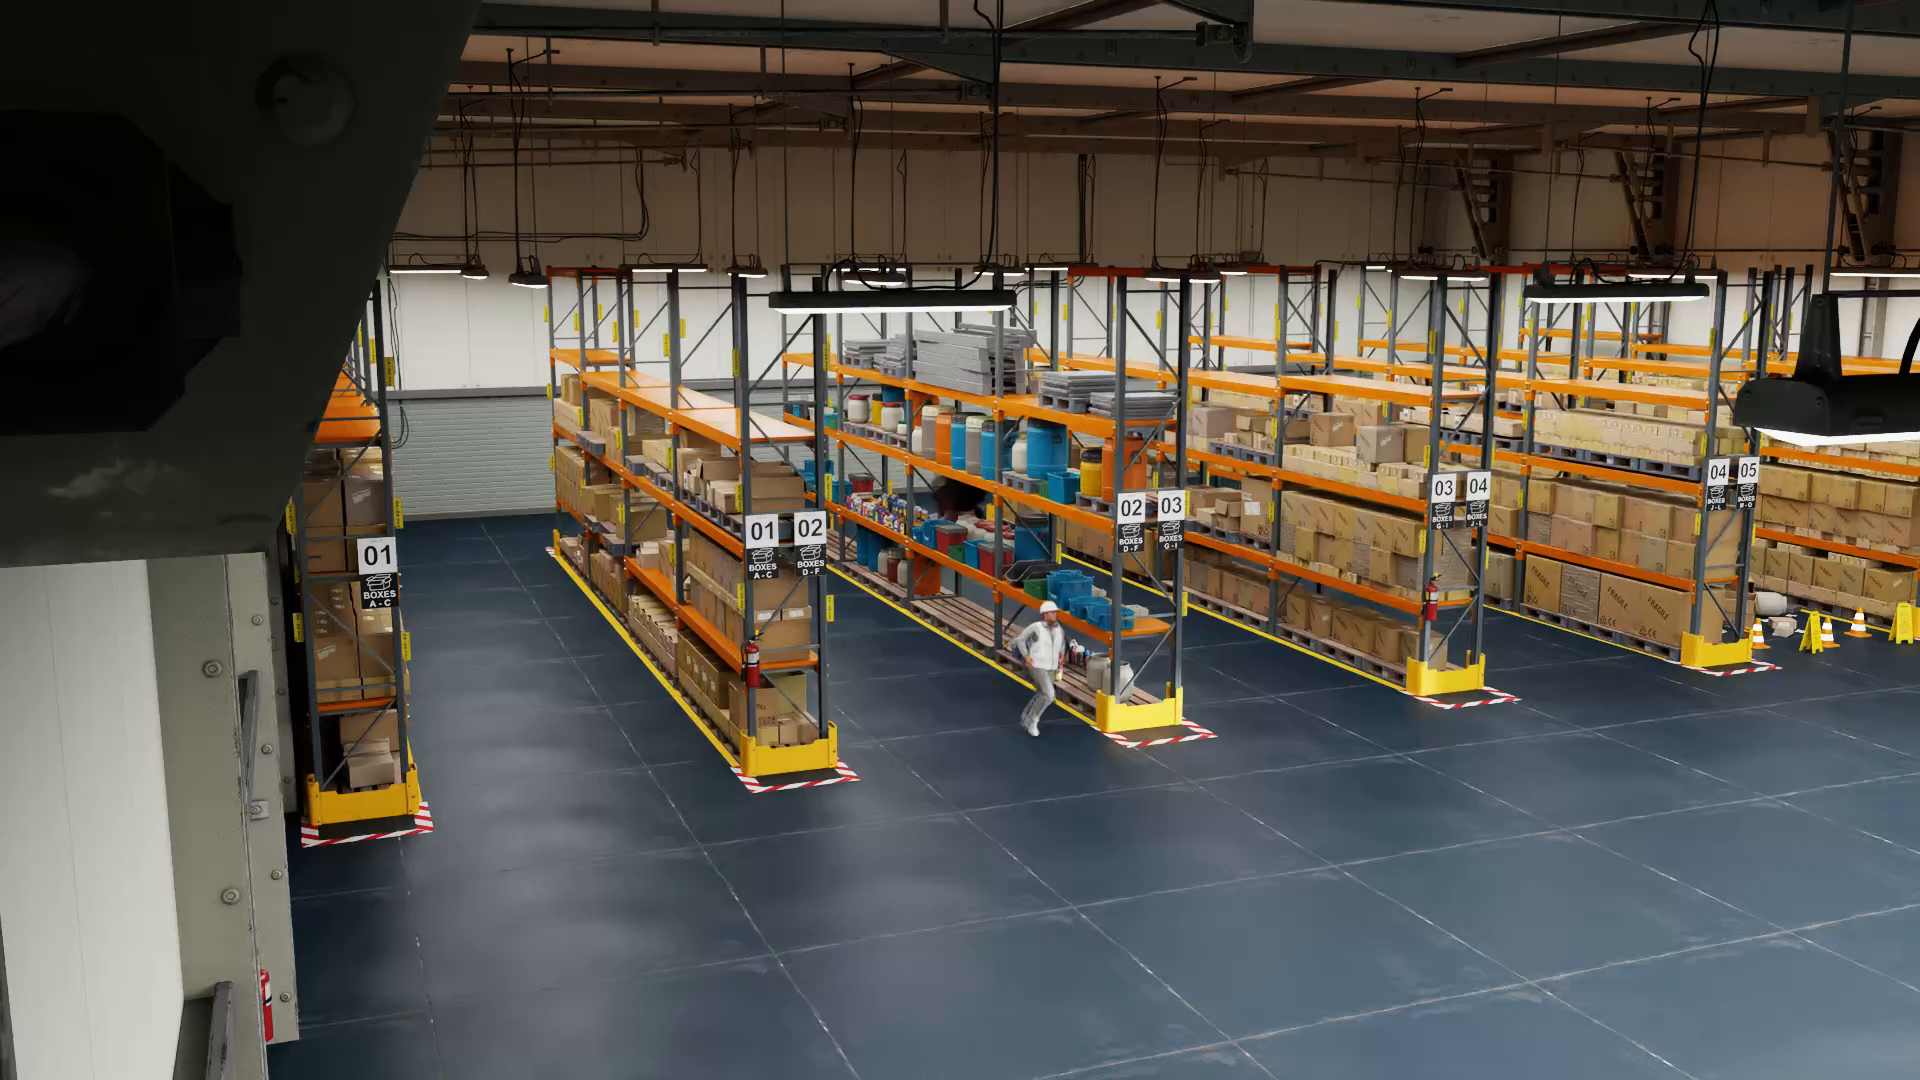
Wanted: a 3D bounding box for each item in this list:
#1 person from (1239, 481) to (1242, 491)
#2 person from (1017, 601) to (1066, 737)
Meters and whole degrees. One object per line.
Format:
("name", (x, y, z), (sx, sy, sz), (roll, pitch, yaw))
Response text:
("person", (7.109, -1.551, 41.128), (0.597, 1.542, 0.468), (-8, 13, -39))
("person", (1.113, 1.687, 21.998), (0.657, 1.763, 0.664), (-9, 13, -42))
